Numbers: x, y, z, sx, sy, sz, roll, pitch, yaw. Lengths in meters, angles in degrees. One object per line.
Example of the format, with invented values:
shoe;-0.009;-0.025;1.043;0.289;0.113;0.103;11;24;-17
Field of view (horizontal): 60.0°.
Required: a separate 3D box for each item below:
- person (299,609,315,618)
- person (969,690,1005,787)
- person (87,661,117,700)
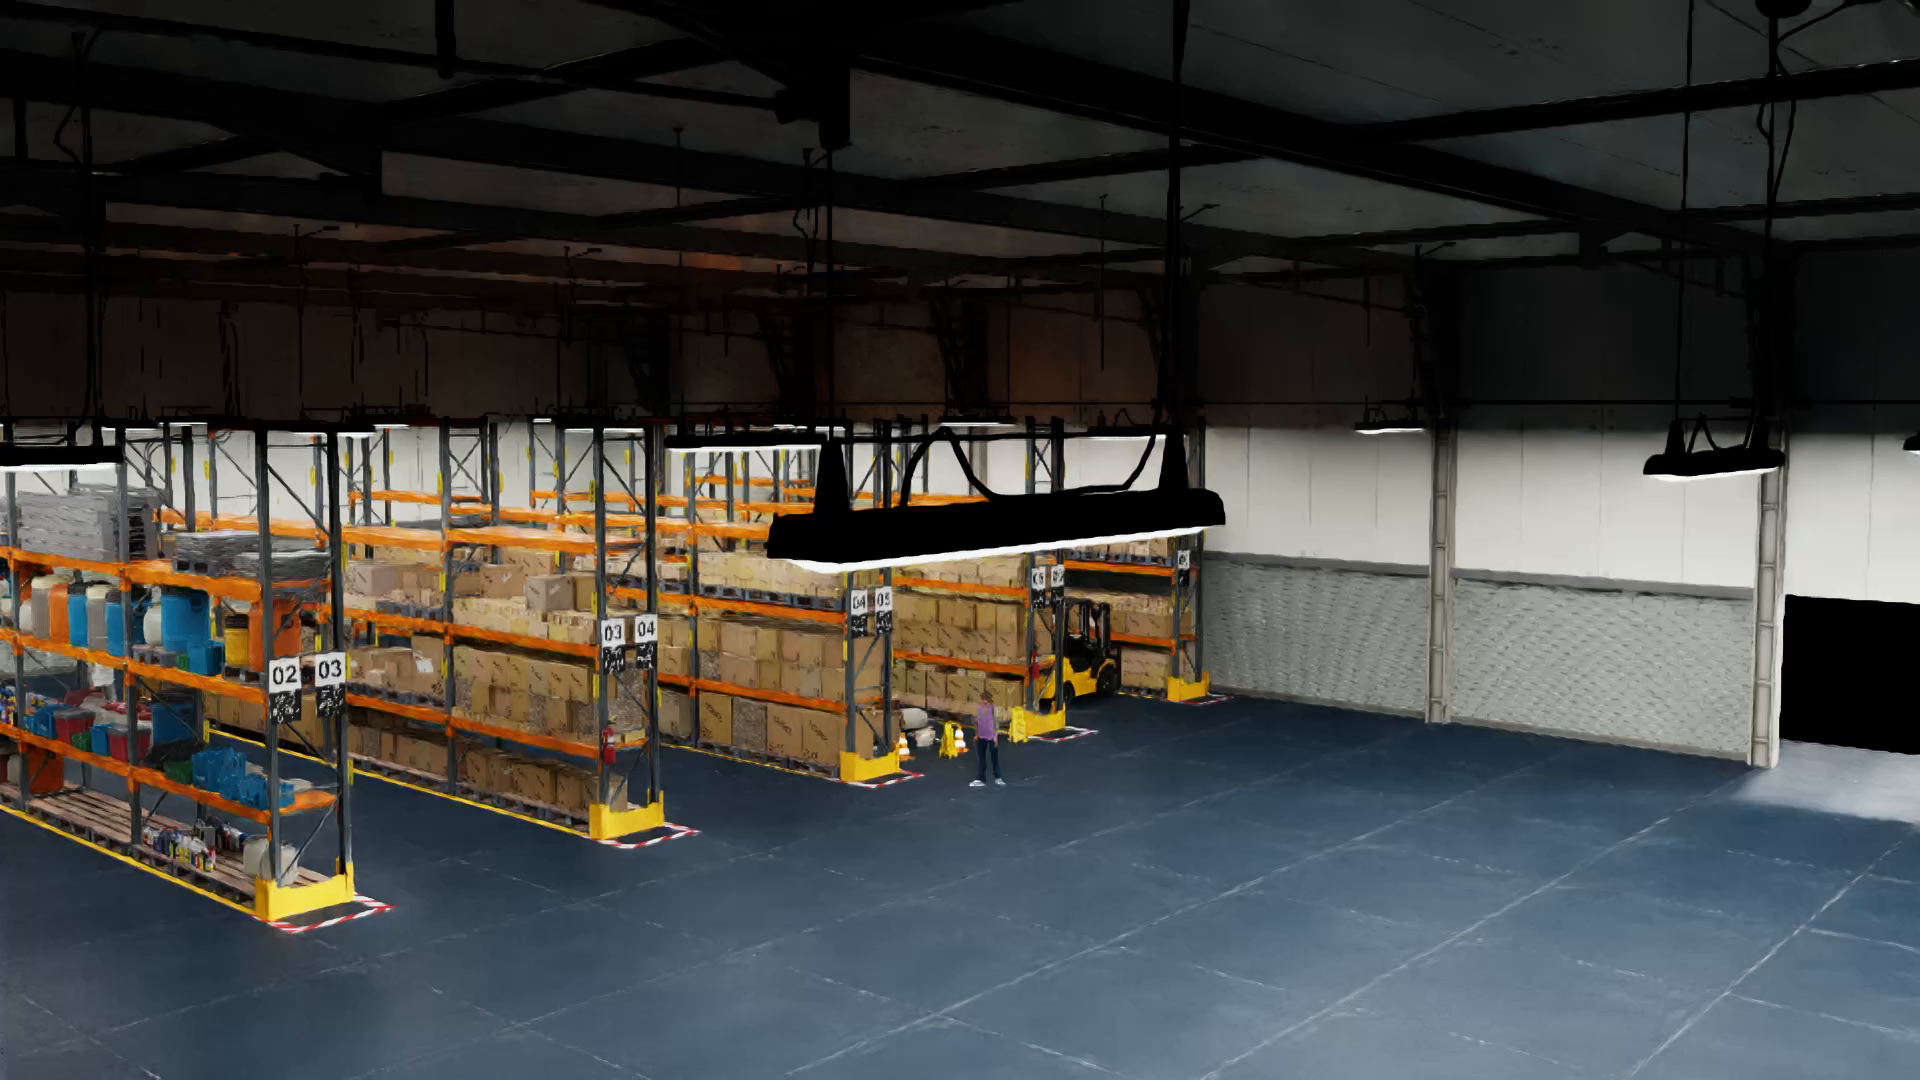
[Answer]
person;-15.886;2.165;40.218;0.574;1.669;0.955;-2;5;-28
person;0.469;3.259;27.389;0.526;1.596;0.478;3;5;30
person;-16.771;2.773;32.496;1.115;1.700;0.543;4;6;43
